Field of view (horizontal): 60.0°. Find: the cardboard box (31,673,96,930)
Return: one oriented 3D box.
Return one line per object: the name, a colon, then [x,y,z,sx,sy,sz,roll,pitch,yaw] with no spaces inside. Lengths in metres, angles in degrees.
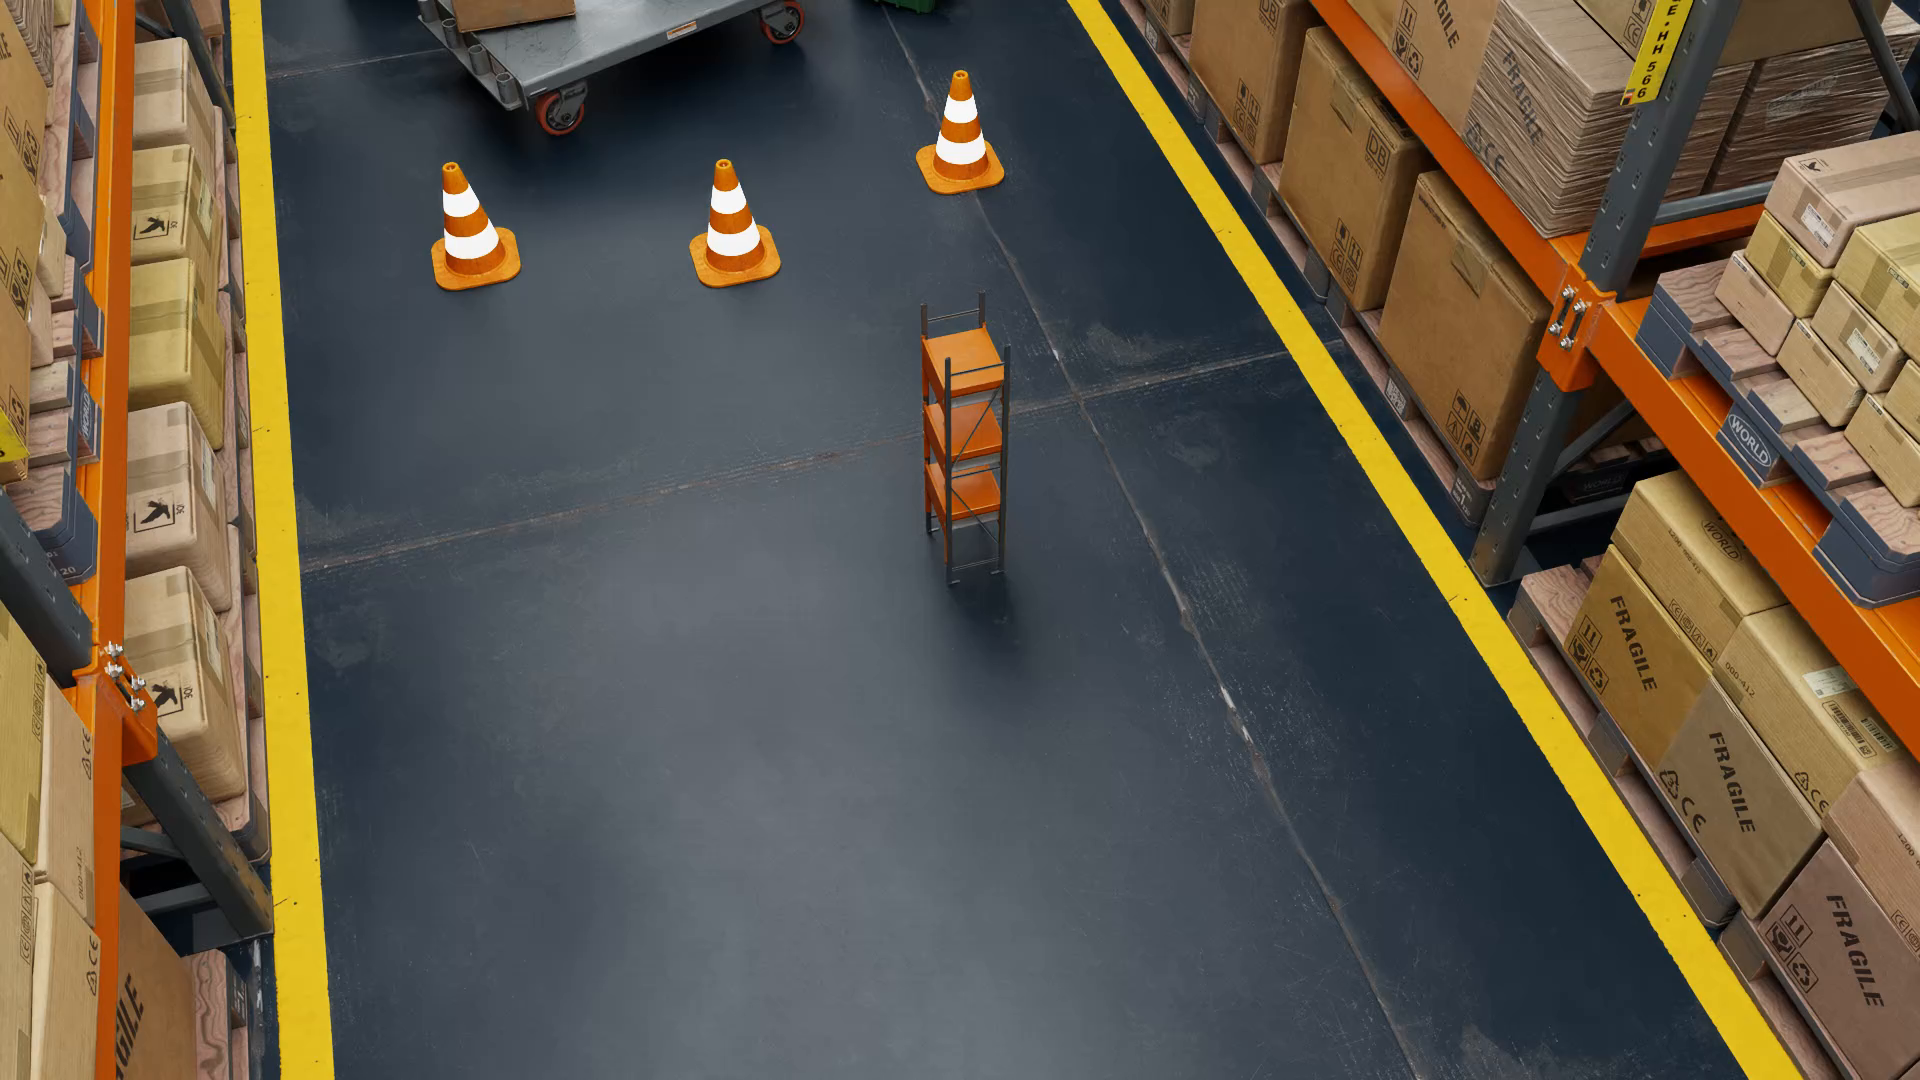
cardboard box: [-2.073,0.596,3.384,0.500,0.250,0.500,-15,51,-12]

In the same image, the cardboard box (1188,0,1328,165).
cardboard box: [1.597,-2.150,6.797,1.050,0.750,0.750,-13,51,-11]

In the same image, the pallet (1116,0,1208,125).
pallet: [1.346,-2.432,7.663,1.003,0.211,1.213,-13,51,-11]

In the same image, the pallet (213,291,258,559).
pallet: [-3.057,-0.325,5.886,1.003,0.211,1.213,-13,51,-11]

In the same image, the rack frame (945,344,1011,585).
rack frame: [0.052,-0.210,5.241,0.200,1.050,0.008,-13,51,-11]

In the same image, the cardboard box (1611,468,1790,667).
cardboard box: [2.201,0.031,4.632,0.500,0.250,0.500,-15,52,-13]

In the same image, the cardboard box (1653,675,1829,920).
cardboard box: [2.346,0.655,4.596,0.500,0.500,0.500,-13,51,-11]

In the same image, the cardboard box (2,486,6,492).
cardboard box: [-2.389,-0.097,3.760,0.380,0.149,0.250,-16,52,-13]

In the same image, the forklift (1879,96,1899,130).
forklift: [4.501,-1.946,5.474,1.130,2.935,3.031,-13,51,-11]

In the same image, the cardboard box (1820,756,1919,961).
cardboard box: [2.485,0.765,4.013,0.500,0.250,0.500,-13,51,-11]

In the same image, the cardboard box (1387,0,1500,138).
cardboard box: [1.693,-1.621,5.090,0.500,0.500,0.500,-13,51,-11]

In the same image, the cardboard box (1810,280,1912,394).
cardboard box: [2.262,-0.510,3.914,0.380,0.149,0.250,-11,51,-9]

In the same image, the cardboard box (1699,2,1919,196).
cardboard box: [2.354,-1.377,4.884,0.500,0.500,0.500,-13,51,-11]

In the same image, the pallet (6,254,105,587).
pallet: [-2.783,-0.198,4.080,1.213,0.211,1.003,-13,51,-11]

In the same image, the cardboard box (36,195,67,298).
cardboard box: [-2.539,-0.727,4.291,0.380,0.149,0.250,-13,51,-11]

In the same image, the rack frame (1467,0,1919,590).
rack frame: [2.228,-0.956,4.594,1.000,3.000,0.127,-13,51,-11]

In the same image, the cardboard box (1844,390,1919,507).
cardboard box: [2.327,-0.245,3.885,0.380,0.149,0.250,-11,51,-9]

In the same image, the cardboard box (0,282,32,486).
cardboard box: [-2.382,-0.408,3.597,0.500,0.500,0.500,-15,51,-12]

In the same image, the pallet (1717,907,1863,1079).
pallet: [2.815,1.403,4.429,1.003,0.211,1.213,-13,51,-11]

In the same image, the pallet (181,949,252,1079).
pallet: [-2.309,1.728,4.155,1.003,0.211,1.213,-13,51,-11]

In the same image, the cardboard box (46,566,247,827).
cardboard box: [-2.628,0.533,4.782,0.950,0.372,0.625,-16,52,-13]

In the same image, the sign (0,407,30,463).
sign: [-1.941,-0.264,3.254,0.100,0.325,0.005,-13,51,-11]

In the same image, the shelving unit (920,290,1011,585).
shelving unit: [0.016,-0.299,5.316,0.215,1.050,0.252,-13,51,-11]

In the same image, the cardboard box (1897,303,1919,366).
cardboard box: [2.330,-0.445,3.664,0.380,0.149,0.250,-14,51,-11]

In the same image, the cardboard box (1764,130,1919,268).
cardboard box: [2.181,-0.818,3.978,0.380,0.149,0.250,-13,51,-11]

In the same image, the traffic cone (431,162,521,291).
traffic cone: [-1.949,-1.278,6.525,0.336,0.463,0.334,-13,51,-11]

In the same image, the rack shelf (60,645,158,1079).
rack shelf: [-1.879,1.929,2.632,1.077,0.370,4.000,-13,51,-11]

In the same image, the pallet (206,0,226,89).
pallet: [-3.886,-2.268,7.524,1.003,0.211,1.213,-13,51,-11]

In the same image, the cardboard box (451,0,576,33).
cardboard box: [-1.962,-2.548,7.075,0.500,0.500,0.500,-13,51,-11]

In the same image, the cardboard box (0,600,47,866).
cardboard box: [-2.084,0.420,3.205,0.500,0.250,0.500,-13,51,-11]

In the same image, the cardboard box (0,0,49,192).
cardboard box: [-2.707,-1.173,4.242,0.500,0.500,0.500,-13,51,-10]

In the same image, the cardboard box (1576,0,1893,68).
cardboard box: [2.105,-1.641,4.452,0.700,0.500,0.500,-14,51,-11]

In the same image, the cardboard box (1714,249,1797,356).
cardboard box: [2.168,-0.638,4.216,0.380,0.149,0.250,-14,51,-11]

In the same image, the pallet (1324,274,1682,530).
pallet: [2.067,-0.650,6.160,1.003,0.211,1.213,-13,51,-11]

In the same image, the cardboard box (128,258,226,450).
cardboard box: [-3.073,-0.559,5.703,0.950,0.372,0.625,-12,51,-10]

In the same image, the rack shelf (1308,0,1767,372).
rack shelf: [1.637,-2.185,6.101,1.077,0.370,4.000,-13,51,-11]

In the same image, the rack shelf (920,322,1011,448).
rack shelf: [0.016,-0.475,5.107,0.215,0.259,0.240,-13,51,-11]

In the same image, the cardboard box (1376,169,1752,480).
cardboard box: [2.134,-0.832,5.686,1.050,0.750,0.750,-14,51,-11]

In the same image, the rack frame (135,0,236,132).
rack frame: [-3.653,-2.685,6.051,1.000,3.000,0.127,-13,51,-11]

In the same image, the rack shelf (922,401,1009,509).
rack shelf: [0.016,-0.292,5.324,0.215,0.259,0.240,-13,51,-11]

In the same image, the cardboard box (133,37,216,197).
cardboard box: [-3.496,-1.591,6.573,0.950,0.372,0.625,-13,51,-11]

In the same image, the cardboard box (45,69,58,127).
cardboard box: [-2.820,-1.288,4.764,0.380,0.149,0.250,-12,51,-10]
